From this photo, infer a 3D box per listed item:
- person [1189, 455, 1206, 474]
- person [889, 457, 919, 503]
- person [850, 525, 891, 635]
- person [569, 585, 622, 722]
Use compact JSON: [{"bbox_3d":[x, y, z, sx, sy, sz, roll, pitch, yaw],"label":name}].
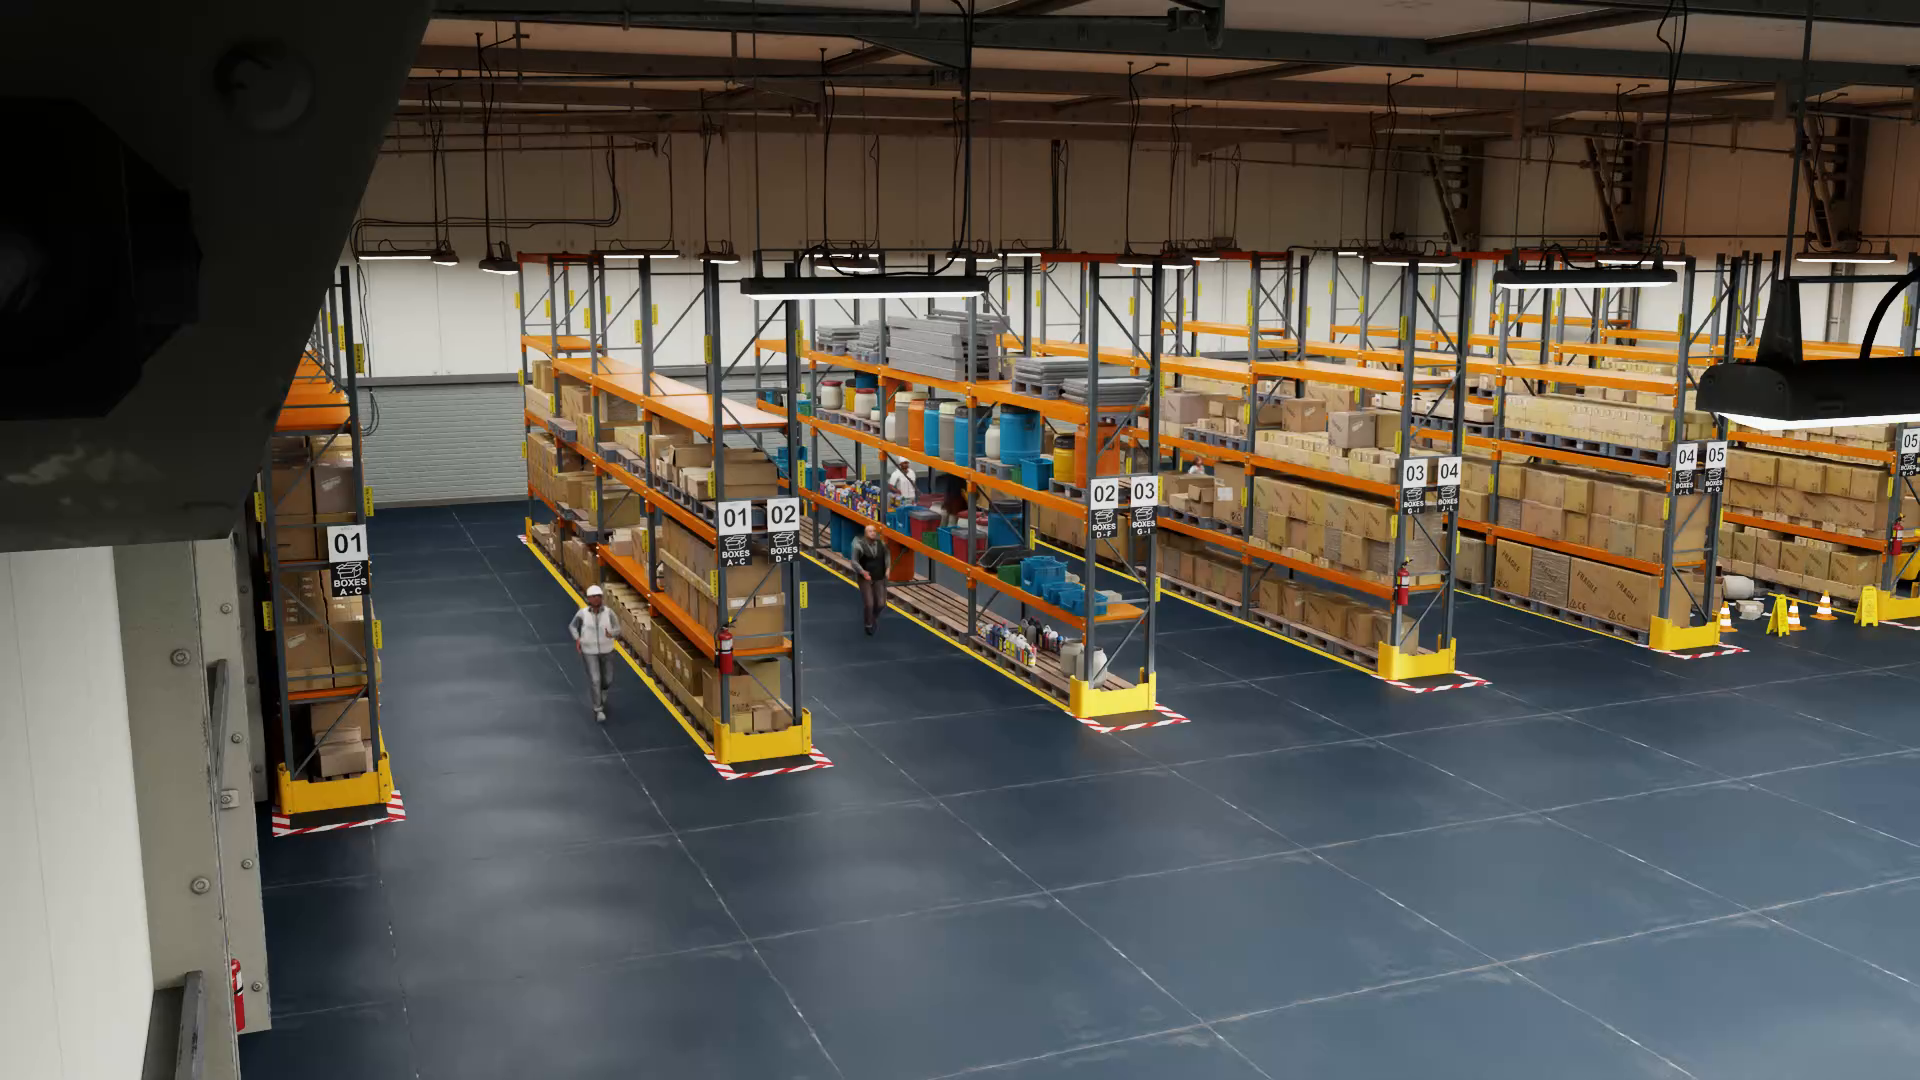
[{"bbox_3d":[5.168,-1.060,36.235,0.534,1.592,0.883,-6,12,-28],"label":"person"},{"bbox_3d":[-1.158,-0.908,35.223,0.696,1.716,0.603,-6,12,-31],"label":"person"},{"bbox_3d":[-1.336,0.607,25.453,0.692,1.694,0.552,-5,11,-25],"label":"person"},{"bbox_3d":[-4.826,1.469,22.108,0.667,1.749,0.915,-4,11,-21],"label":"person"}]
